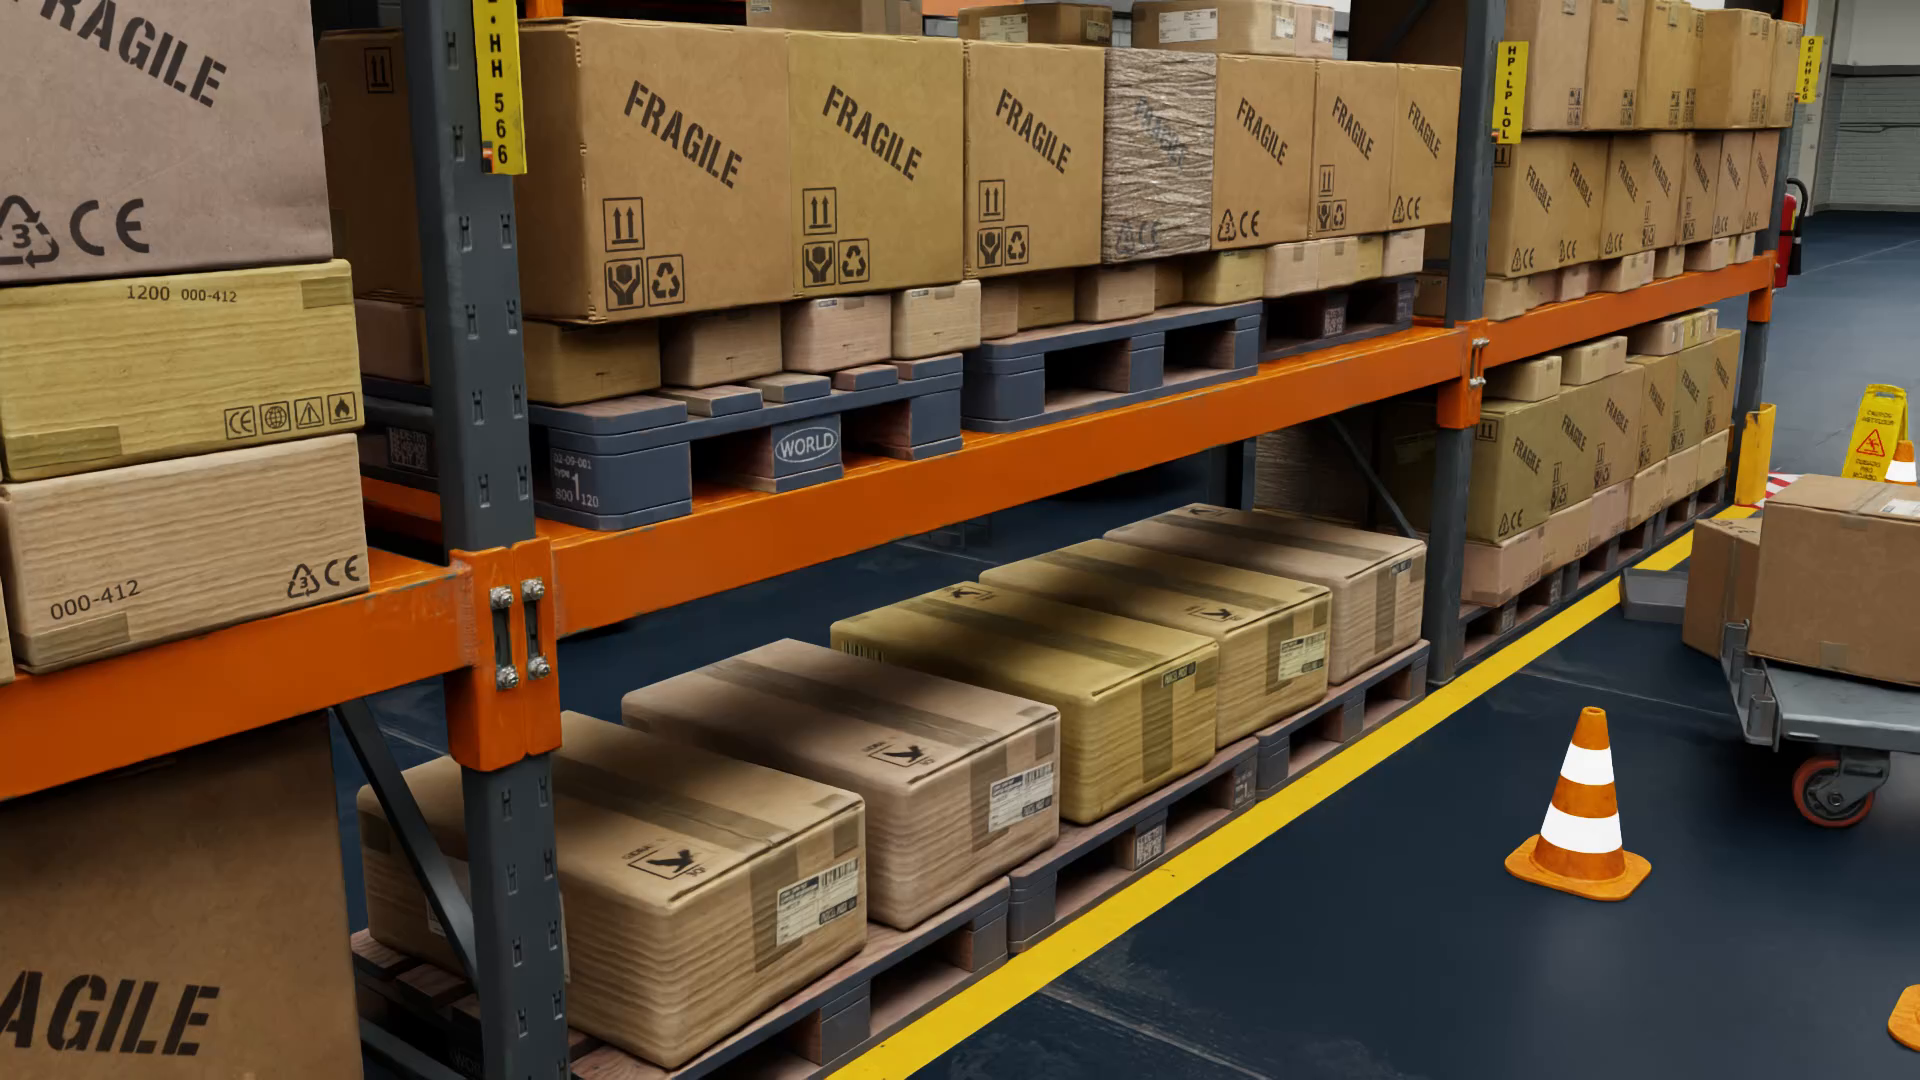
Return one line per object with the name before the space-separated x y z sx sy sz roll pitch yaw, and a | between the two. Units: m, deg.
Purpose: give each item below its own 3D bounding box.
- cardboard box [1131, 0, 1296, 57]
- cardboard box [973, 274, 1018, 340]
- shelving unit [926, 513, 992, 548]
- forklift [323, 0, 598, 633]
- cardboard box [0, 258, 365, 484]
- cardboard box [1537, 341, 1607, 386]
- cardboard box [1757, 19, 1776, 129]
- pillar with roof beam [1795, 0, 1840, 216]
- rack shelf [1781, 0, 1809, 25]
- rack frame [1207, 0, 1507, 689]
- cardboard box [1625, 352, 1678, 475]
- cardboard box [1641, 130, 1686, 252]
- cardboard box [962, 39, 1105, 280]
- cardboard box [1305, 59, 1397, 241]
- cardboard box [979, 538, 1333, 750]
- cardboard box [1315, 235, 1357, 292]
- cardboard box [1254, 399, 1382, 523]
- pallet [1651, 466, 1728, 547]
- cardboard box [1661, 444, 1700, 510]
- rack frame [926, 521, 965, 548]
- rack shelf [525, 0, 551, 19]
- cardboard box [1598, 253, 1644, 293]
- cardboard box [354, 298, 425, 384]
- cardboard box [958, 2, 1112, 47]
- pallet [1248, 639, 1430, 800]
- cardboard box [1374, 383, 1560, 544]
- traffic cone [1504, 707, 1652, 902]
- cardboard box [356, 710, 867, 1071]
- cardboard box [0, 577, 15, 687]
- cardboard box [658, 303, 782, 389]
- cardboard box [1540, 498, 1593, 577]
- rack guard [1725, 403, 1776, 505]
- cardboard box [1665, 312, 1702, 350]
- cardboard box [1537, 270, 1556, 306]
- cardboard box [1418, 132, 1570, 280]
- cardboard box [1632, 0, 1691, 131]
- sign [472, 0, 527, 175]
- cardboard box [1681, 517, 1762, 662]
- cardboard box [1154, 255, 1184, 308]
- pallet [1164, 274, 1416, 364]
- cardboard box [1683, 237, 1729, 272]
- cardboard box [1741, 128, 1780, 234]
cardboard box | 0.696 -1.402 4.574 0.380 0.149 0.250 10 18 35
cardboard box | -0.086 -0.557 3.879 0.380 0.149 0.250 13 19 41
shelving unit | -0.005 -0.435 8.006 0.258 0.900 0.210 11 18 38
forklift | -2.832 -0.961 5.952 3.031 2.935 1.130 -9 17 -32
cardboard box | -1.234 -0.277 2.410 0.500 0.250 0.500 11 18 37
cardboard box | 2.415 -0.739 6.829 0.380 0.149 0.250 12 19 40
cardboard box | 3.426 -2.221 7.937 0.700 0.500 0.500 11 18 38
pillar with roof beam | 21.103 -10.532 31.303 9.100 9.000 0.400 11 18 38
rack shelf | 2.644 -2.494 7.215 1.077 0.370 4.000 11 18 38
rack frame | 1.387 -1.005 5.988 1.000 3.000 0.127 11 18 38
cardboard box | 2.953 -0.616 7.664 0.500 0.500 0.500 11 18 36
cardboard box | 2.806 -1.533 7.258 0.500 0.500 0.500 12 18 38
cardboard box | -0.013 -0.890 3.872 0.500 0.500 0.500 12 18 38
cardboard box | 0.965 -1.182 5.025 0.500 0.500 0.500 11 18 38
cardboard box | 0.610 0.304 5.319 0.950 0.372 0.625 13 19 41
cardboard box | 0.965 -0.843 5.007 0.380 0.149 0.250 11 18 37
cardboard box | 1.550 -0.395 6.792 0.500 0.500 0.500 11 18 37
pallet | 3.315 -0.255 8.699 1.003 0.211 1.213 11 18 38
cardboard box | 3.271 -0.348 8.132 0.500 0.250 0.500 11 18 38
rack frame | -0.069 -0.415 7.929 0.240 0.900 0.006 11 18 38
rack shelf | -3.733 -2.495 7.221 1.077 0.370 4.000 11 18 38
cardboard box | 2.646 -1.138 7.020 0.380 0.149 0.250 11 18 38
cardboard box | -1.104 -0.420 3.343 0.380 0.149 0.250 12 19 40
cardboard box | 0.214 -1.457 4.787 0.380 0.149 0.250 13 19 41
pallet | 0.899 0.495 5.744 1.003 0.211 1.213 11 18 38
cardboard box | 1.968 -0.311 6.463 0.500 0.500 0.500 12 19 40
traffic cone | 1.697 0.678 4.513 0.336 0.463 0.334 11 18 38
cardboard box | -0.764 0.724 3.665 0.950 0.372 0.625 10 17 34
cardboard box | -1.552 0.071 2.057 0.500 0.250 0.500 12 18 39
cardboard box | -0.574 -0.404 3.277 0.380 0.149 0.250 10 17 34
cardboard box | 2.295 -0.051 6.965 0.500 0.250 0.500 13 19 41
rack guard | 3.854 -0.545 9.254 1.175 0.500 0.348 11 18 38
cardboard box | 3.262 -0.998 7.850 0.380 0.149 0.250 12 18 38
cardboard box | 2.096 -1.006 6.502 0.380 0.149 0.250 11 18 37
cardboard box | 1.881 -1.239 6.101 0.500 0.500 0.500 11 18 37
cardboard box | 2.507 -1.920 6.750 0.700 0.500 0.500 11 18 36
sign | -0.693 -0.715 2.495 0.100 0.325 0.005 11 18 38
cardboard box | 3.119 0.210 6.275 0.500 0.500 0.500 -3 15 -11
cardboard box | 0.381 -0.718 4.515 0.380 0.149 0.250 10 18 36
pallet | 0.794 -0.789 5.524 1.003 0.211 1.213 11 18 38
cardboard box | 3.444 -1.379 7.971 0.380 0.149 0.250 12 18 39
cardboard box | 3.775 -1.817 8.378 0.500 0.500 0.500 11 18 37
